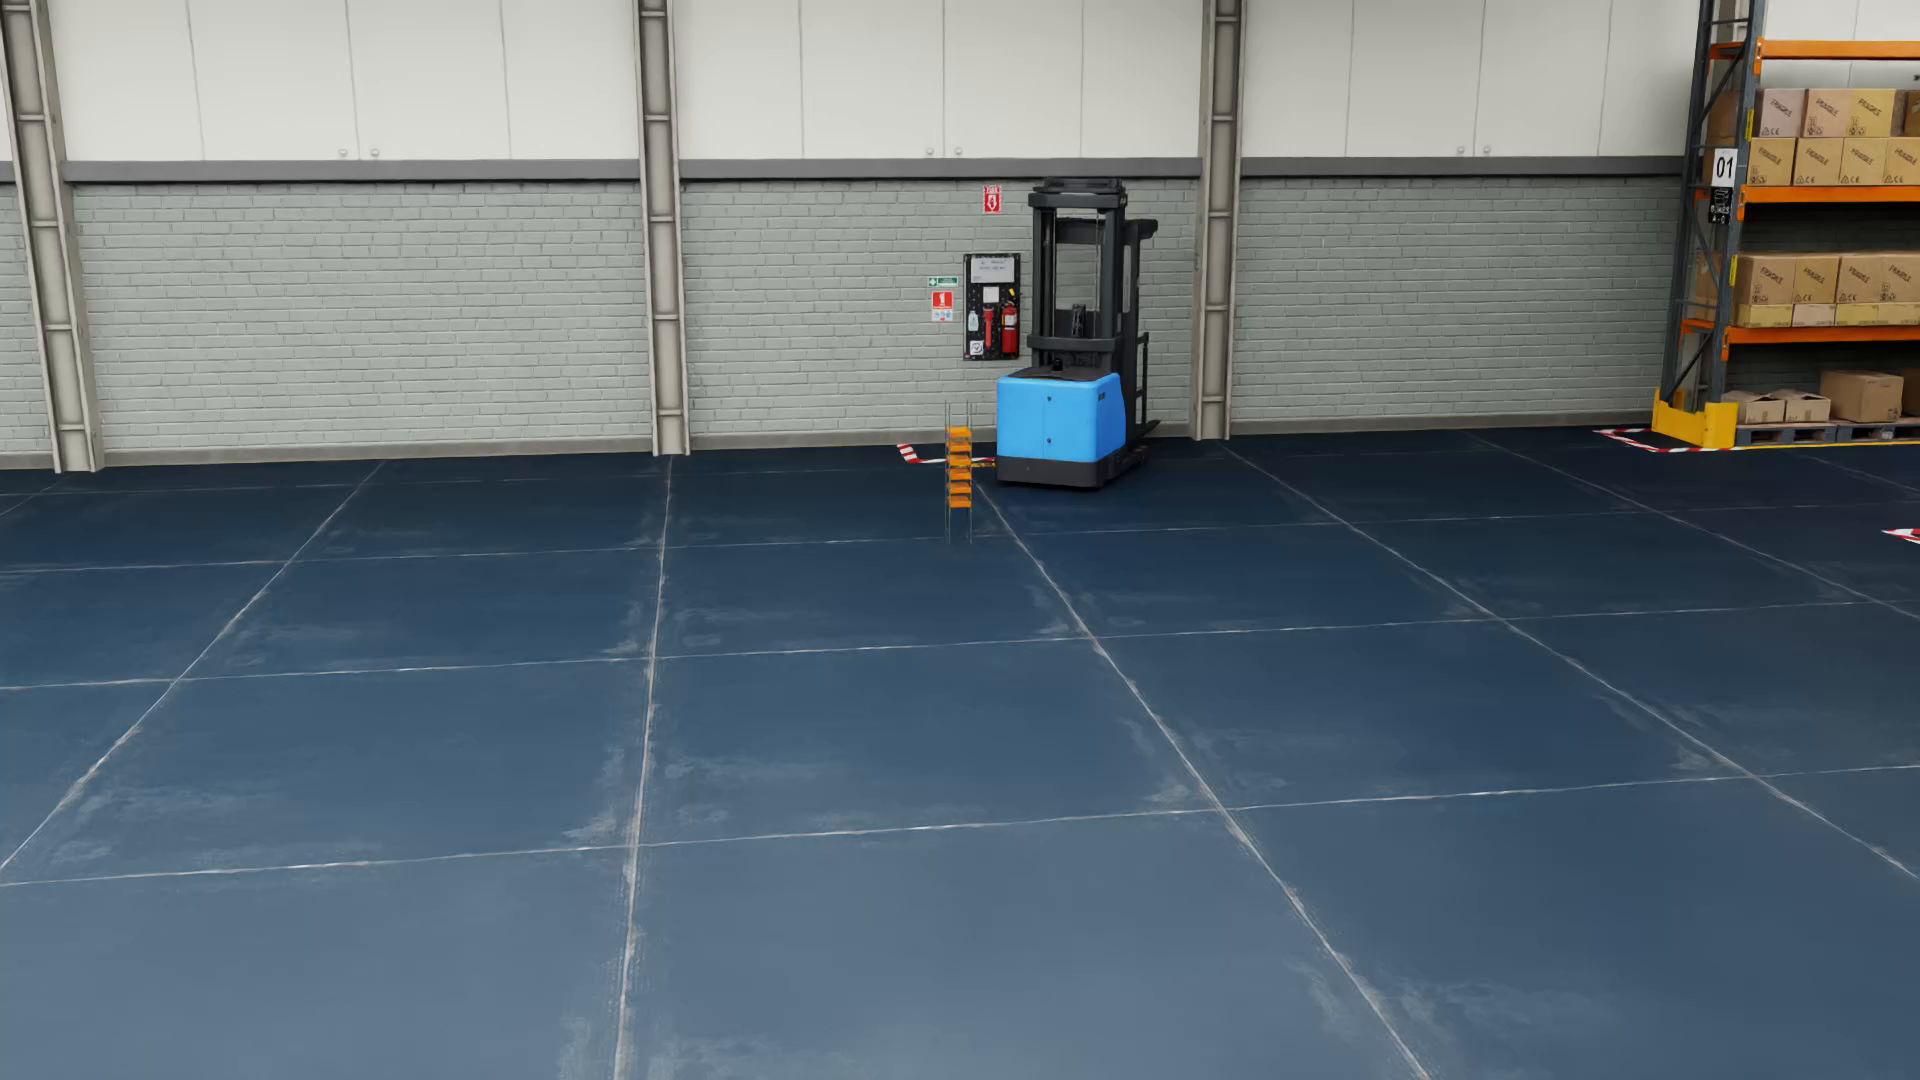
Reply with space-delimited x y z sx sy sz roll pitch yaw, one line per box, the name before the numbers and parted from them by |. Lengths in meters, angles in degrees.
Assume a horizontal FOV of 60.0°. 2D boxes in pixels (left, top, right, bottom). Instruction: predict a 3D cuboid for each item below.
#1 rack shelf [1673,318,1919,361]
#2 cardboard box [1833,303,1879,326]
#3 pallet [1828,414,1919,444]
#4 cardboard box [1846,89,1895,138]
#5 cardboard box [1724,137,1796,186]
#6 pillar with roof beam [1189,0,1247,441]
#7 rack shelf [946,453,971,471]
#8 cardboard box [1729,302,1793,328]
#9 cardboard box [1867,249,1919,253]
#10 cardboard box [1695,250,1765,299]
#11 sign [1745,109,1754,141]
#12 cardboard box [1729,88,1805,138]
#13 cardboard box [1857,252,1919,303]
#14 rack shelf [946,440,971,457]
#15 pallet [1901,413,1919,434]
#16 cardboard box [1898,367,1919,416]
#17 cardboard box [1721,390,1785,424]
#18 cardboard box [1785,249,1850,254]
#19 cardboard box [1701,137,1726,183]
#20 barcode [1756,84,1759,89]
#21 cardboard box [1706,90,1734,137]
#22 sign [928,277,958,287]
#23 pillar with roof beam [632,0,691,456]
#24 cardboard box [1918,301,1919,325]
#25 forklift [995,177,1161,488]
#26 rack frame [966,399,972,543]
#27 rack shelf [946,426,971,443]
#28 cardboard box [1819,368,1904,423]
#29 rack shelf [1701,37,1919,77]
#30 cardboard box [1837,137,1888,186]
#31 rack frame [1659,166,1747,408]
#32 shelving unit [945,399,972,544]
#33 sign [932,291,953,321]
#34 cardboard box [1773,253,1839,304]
rack shelf | 10.167 -2.322 18.793 4.000 0.370 1.077 -2 14 -8
cardboard box | 9.735 -2.516 18.355 0.500 0.250 0.500 -2 14 -9
pallet | 10.277 -1.313 19.023 1.213 0.211 1.003 -2 14 -8
cardboard box | 9.615 -4.579 17.847 0.500 0.500 0.500 -2 14 -7
cardboard box | 8.557 -4.064 17.846 0.500 0.500 0.500 -2 14 -7
pillar with roof beam | 3.461 -4.489 13.621 0.400 9.000 9.100 -2 14 -8
rack shelf | -0.014 -0.655 14.055 0.180 0.103 0.258 -2 14 -8
cardboard box | 8.719 -2.477 18.198 0.500 0.250 0.500 -3 14 -10
cardboard box | 10.643 -3.043 18.914 0.500 0.500 0.500 -2 14 -7
cardboard box | 8.624 -2.967 18.613 0.500 0.500 0.500 -2 14 -9
sign | 8.270 -4.347 17.425 0.005 0.325 0.100 -2 14 -8
cardboard box | 8.606 -4.552 17.738 0.500 0.500 0.500 -3 14 -12
cardboard box | 10.217 -2.898 18.338 0.500 0.500 0.500 -2 14 -7
rack shelf | -0.014 -0.771 14.026 0.180 0.103 0.258 -2 14 -8
pallet | 11.486 -1.358 19.203 1.213 0.211 1.003 -2 14 -8
cardboard box | 11.124 -1.697 19.057 0.500 0.500 0.500 -3 14 -13
cardboard box | 8.887 -1.511 18.704 0.500 0.311 0.500 -4 15 -15
cardboard box | 9.633 -3.003 18.755 0.500 0.500 0.500 -2 14 -10
cardboard box | 8.564 -4.188 18.340 0.500 0.500 0.500 -1 14 -4
barcode | 8.817 -5.024 18.427 0.075 0.075 0.001 -2 14 -8
cardboard box | 8.577 -4.675 18.228 0.500 0.500 0.500 -1 14 -6
sign | -0.186 -2.811 18.102 0.331 0.109 0.001 -2 14 -8
pillar with roof beam | -2.472 -4.271 12.754 0.400 9.000 9.100 -2 14 -8
cardboard box | 10.732 -2.552 18.500 0.500 0.250 0.500 -2 14 -9
forklift | 1.370 -2.239 17.126 1.130 2.935 3.031 6 15 21
rack frame | 0.076 -0.585 14.087 0.006 1.200 0.240 -2 14 -8
rack shelf | -0.014 -0.888 13.997 0.180 0.103 0.258 -2 14 -8
cardboard box | 10.183 -1.638 18.821 0.500 0.500 0.700 -3 14 -12
rack shelf | 10.167 -5.230 18.064 4.000 0.370 1.077 -2 14 -8
cardboard box | 9.606 -4.094 17.968 0.500 0.500 0.500 -1 14 -6
rack frame | 8.189 -2.598 18.416 0.127 3.000 1.000 -2 14 -8
shelving unit | -0.014 -0.581 14.074 0.189 1.200 0.258 -2 14 -8
sign | -0.192 -2.556 18.174 0.234 0.329 0.001 -2 14 -8
cardboard box | 9.196 -2.860 18.184 0.500 0.500 0.500 -2 14 -8
